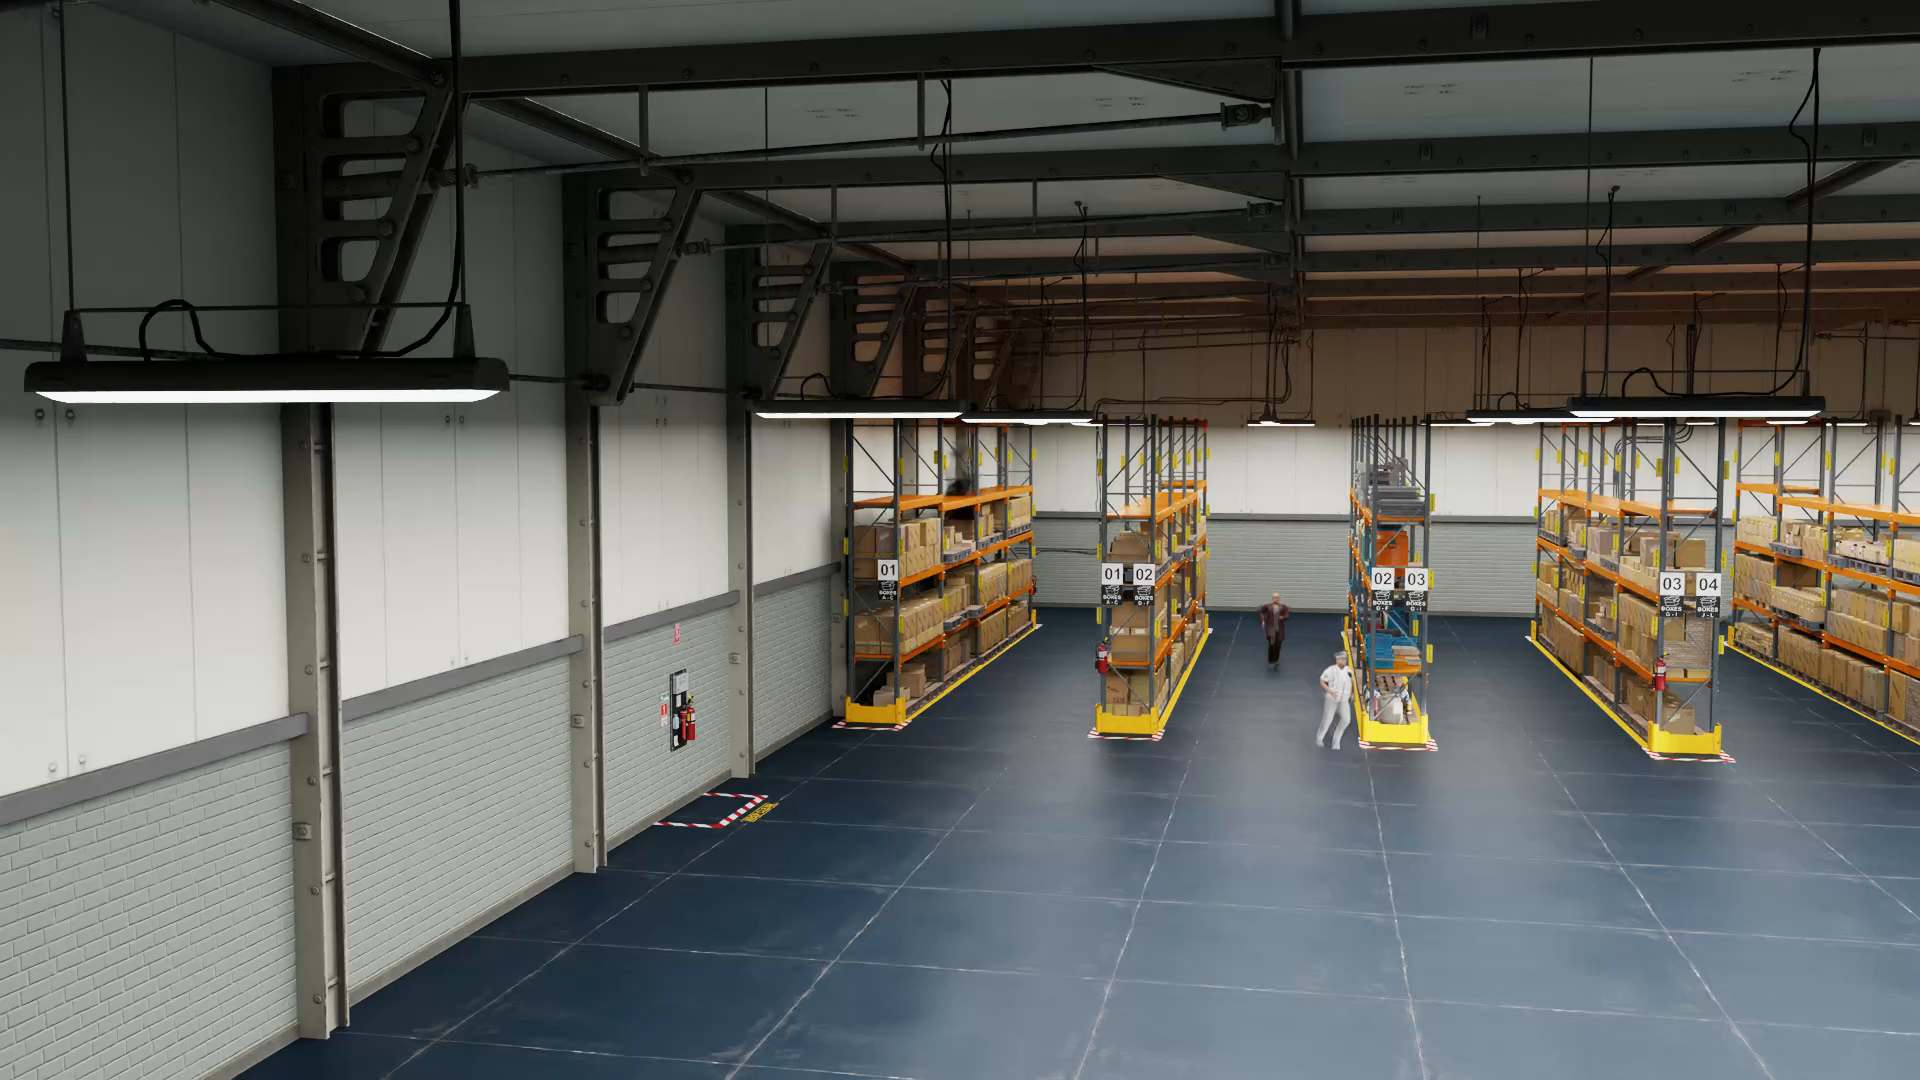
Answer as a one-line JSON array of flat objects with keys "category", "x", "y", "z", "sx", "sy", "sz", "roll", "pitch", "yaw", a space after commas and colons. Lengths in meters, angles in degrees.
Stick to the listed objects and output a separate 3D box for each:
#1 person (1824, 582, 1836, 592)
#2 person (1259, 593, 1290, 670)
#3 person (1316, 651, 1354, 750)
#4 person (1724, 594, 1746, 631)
[{"category": "person", "x": 23.401, "y": 1.901, "z": 44.763, "sx": 0.533, "sy": 1.666, "sz": 0.591, "roll": 1, "pitch": 4, "yaw": 14}, {"category": "person", "x": 7.541, "y": 2.190, "z": 39.821, "sx": 0.657, "sy": 1.846, "sz": 0.828, "roll": 0, "pitch": 4, "yaw": -1}, {"category": "person", "x": 6.797, "y": 2.880, "z": 29.874, "sx": 0.720, "sy": 1.790, "sz": 0.670, "roll": -1, "pitch": 4, "yaw": -11}, {"category": "person", "x": 20.981, "y": 1.860, "z": 44.902, "sx": 0.610, "sy": 1.719, "sz": 0.683, "roll": 0, "pitch": 4, "yaw": 4}]
